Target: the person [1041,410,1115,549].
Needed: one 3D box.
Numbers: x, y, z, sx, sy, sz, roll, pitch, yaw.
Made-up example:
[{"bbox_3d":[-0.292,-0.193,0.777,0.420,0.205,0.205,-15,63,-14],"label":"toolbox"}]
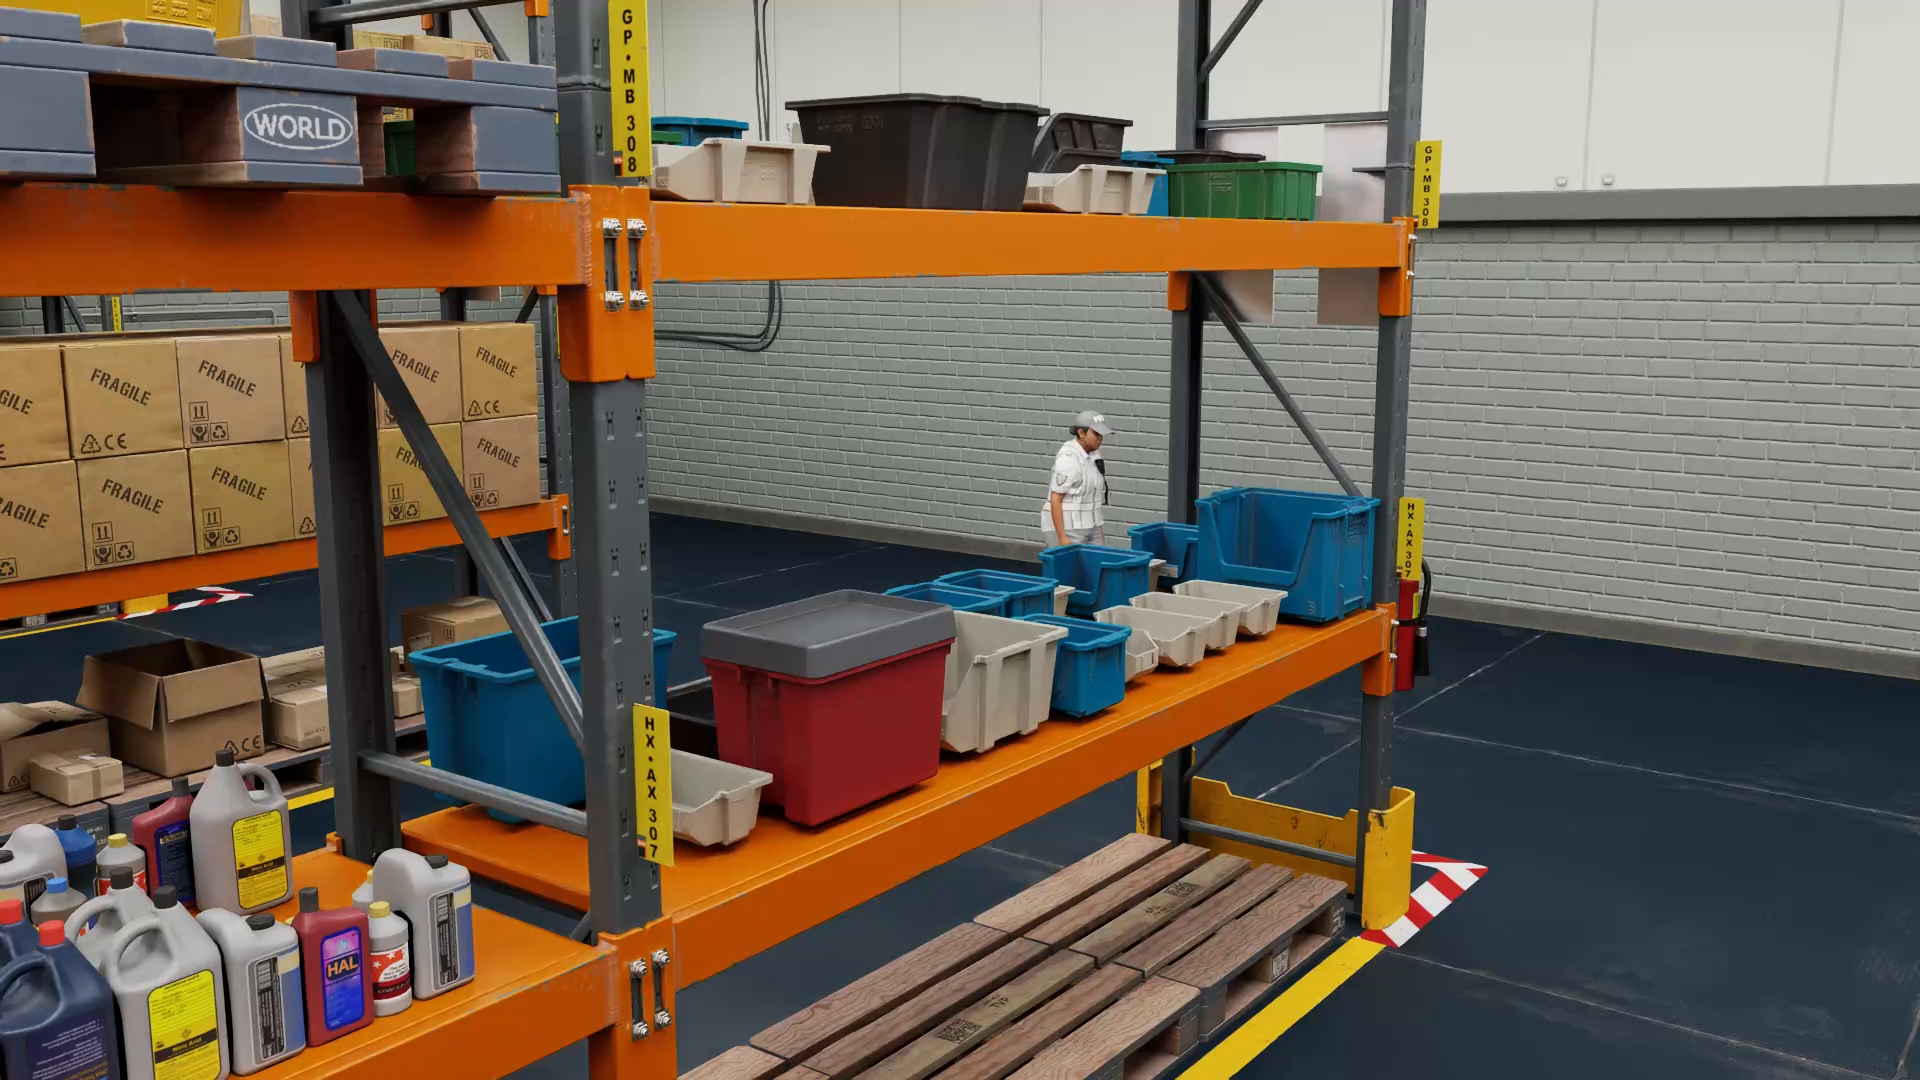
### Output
[{"bbox_3d":[0.797,-0.037,11.089,0.469,1.666,0.542,7,12,36],"label":"person"}]
